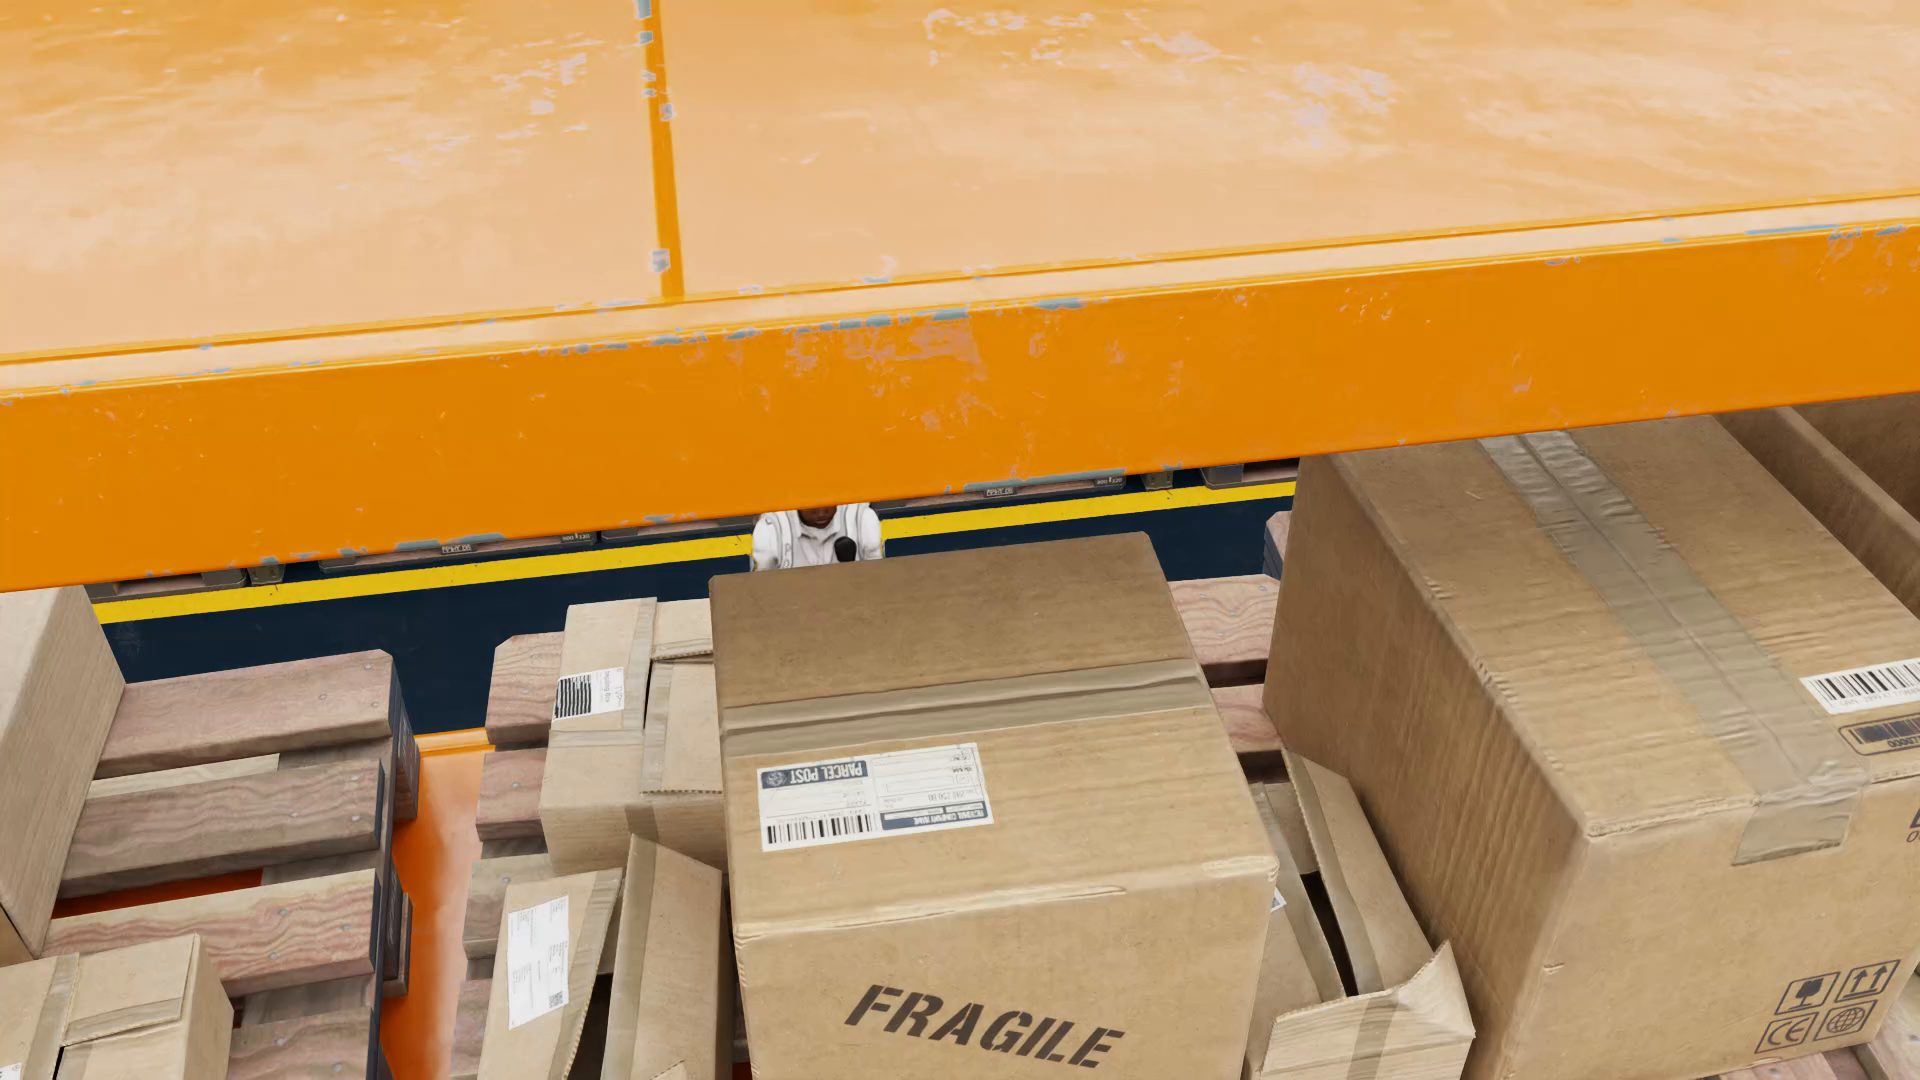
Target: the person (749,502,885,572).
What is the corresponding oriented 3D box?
[{"bbox_3d":[-0.460,0.385,5.660,0.479,1.680,0.429,-6,39,-8],"label":"person"}]
